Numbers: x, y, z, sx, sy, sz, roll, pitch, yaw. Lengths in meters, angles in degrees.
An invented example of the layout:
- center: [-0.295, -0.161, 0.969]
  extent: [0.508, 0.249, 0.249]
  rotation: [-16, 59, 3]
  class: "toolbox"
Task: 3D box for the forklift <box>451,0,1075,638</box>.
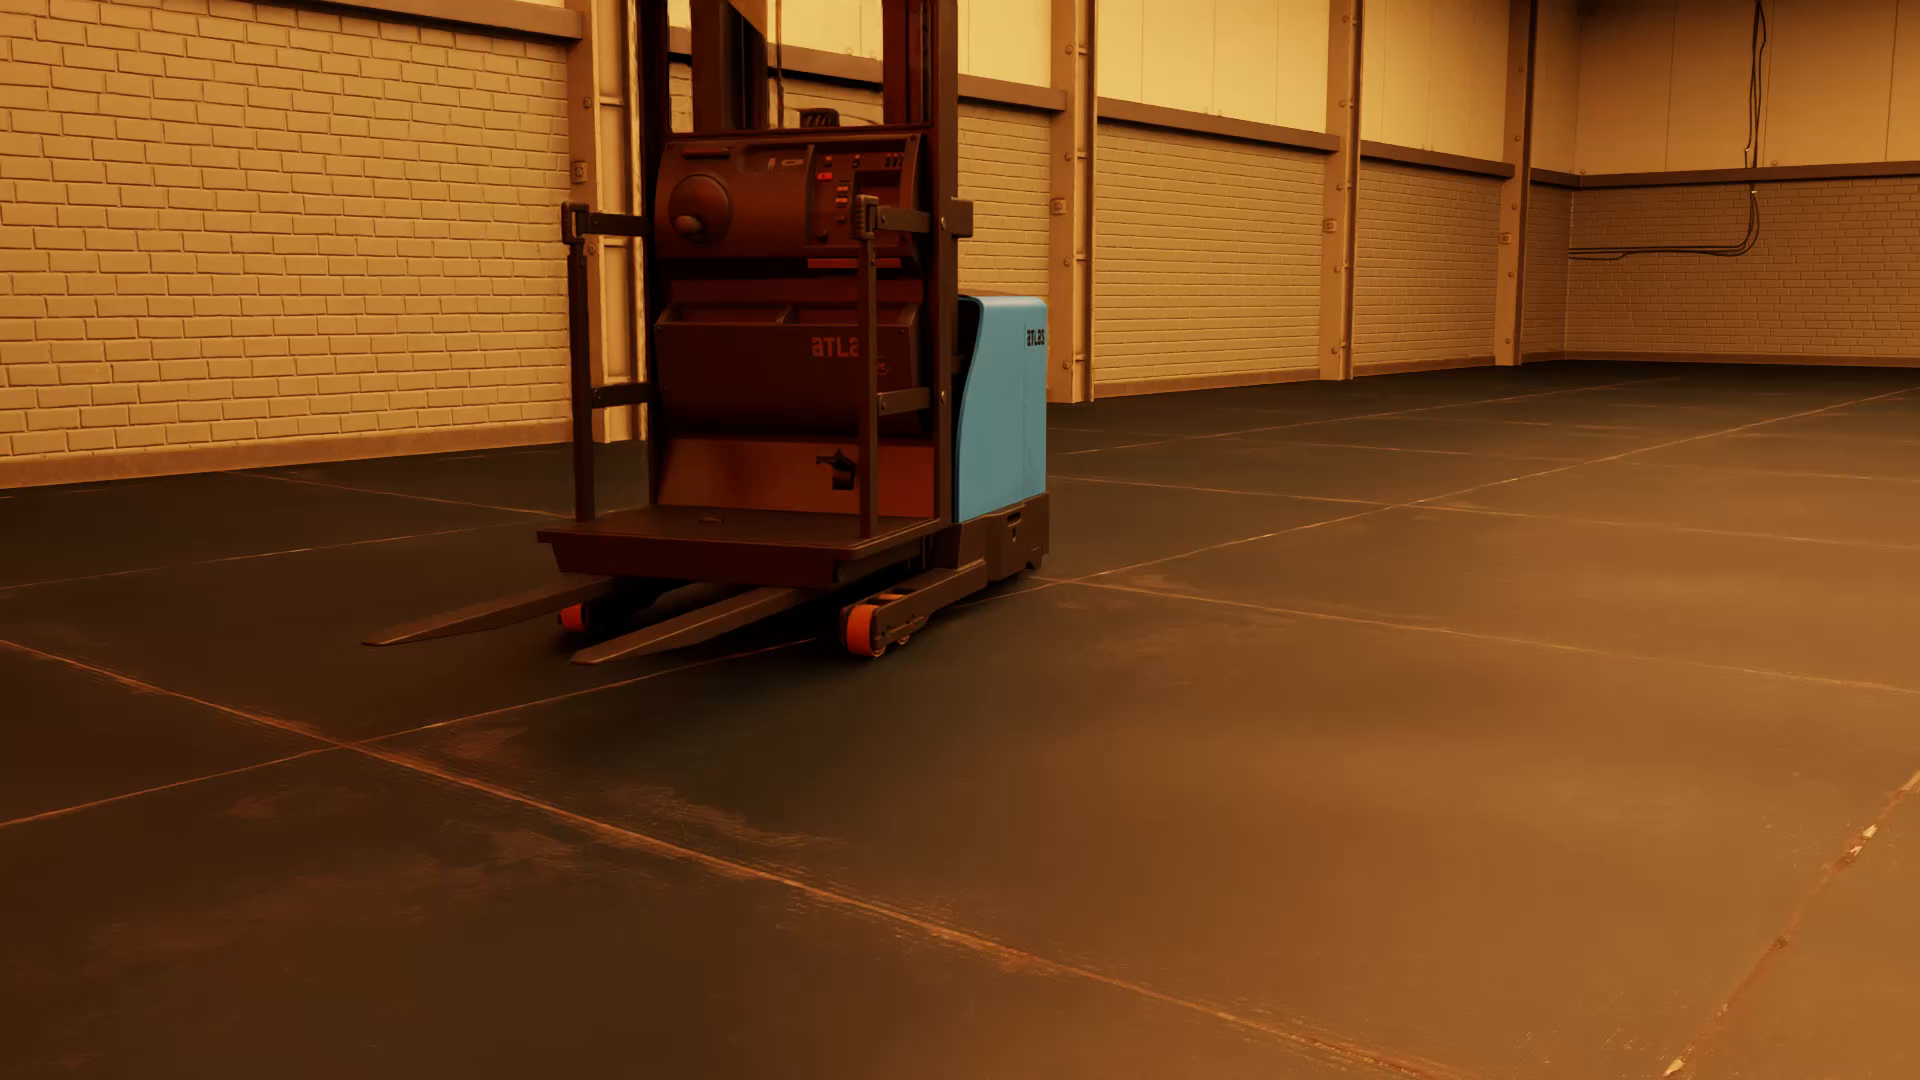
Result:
- center: [-0.519, -1.210, 5.553]
  extent: [1.130, 2.935, 3.031]
  rotation: [3, 9, 20]
  class: "forklift"
